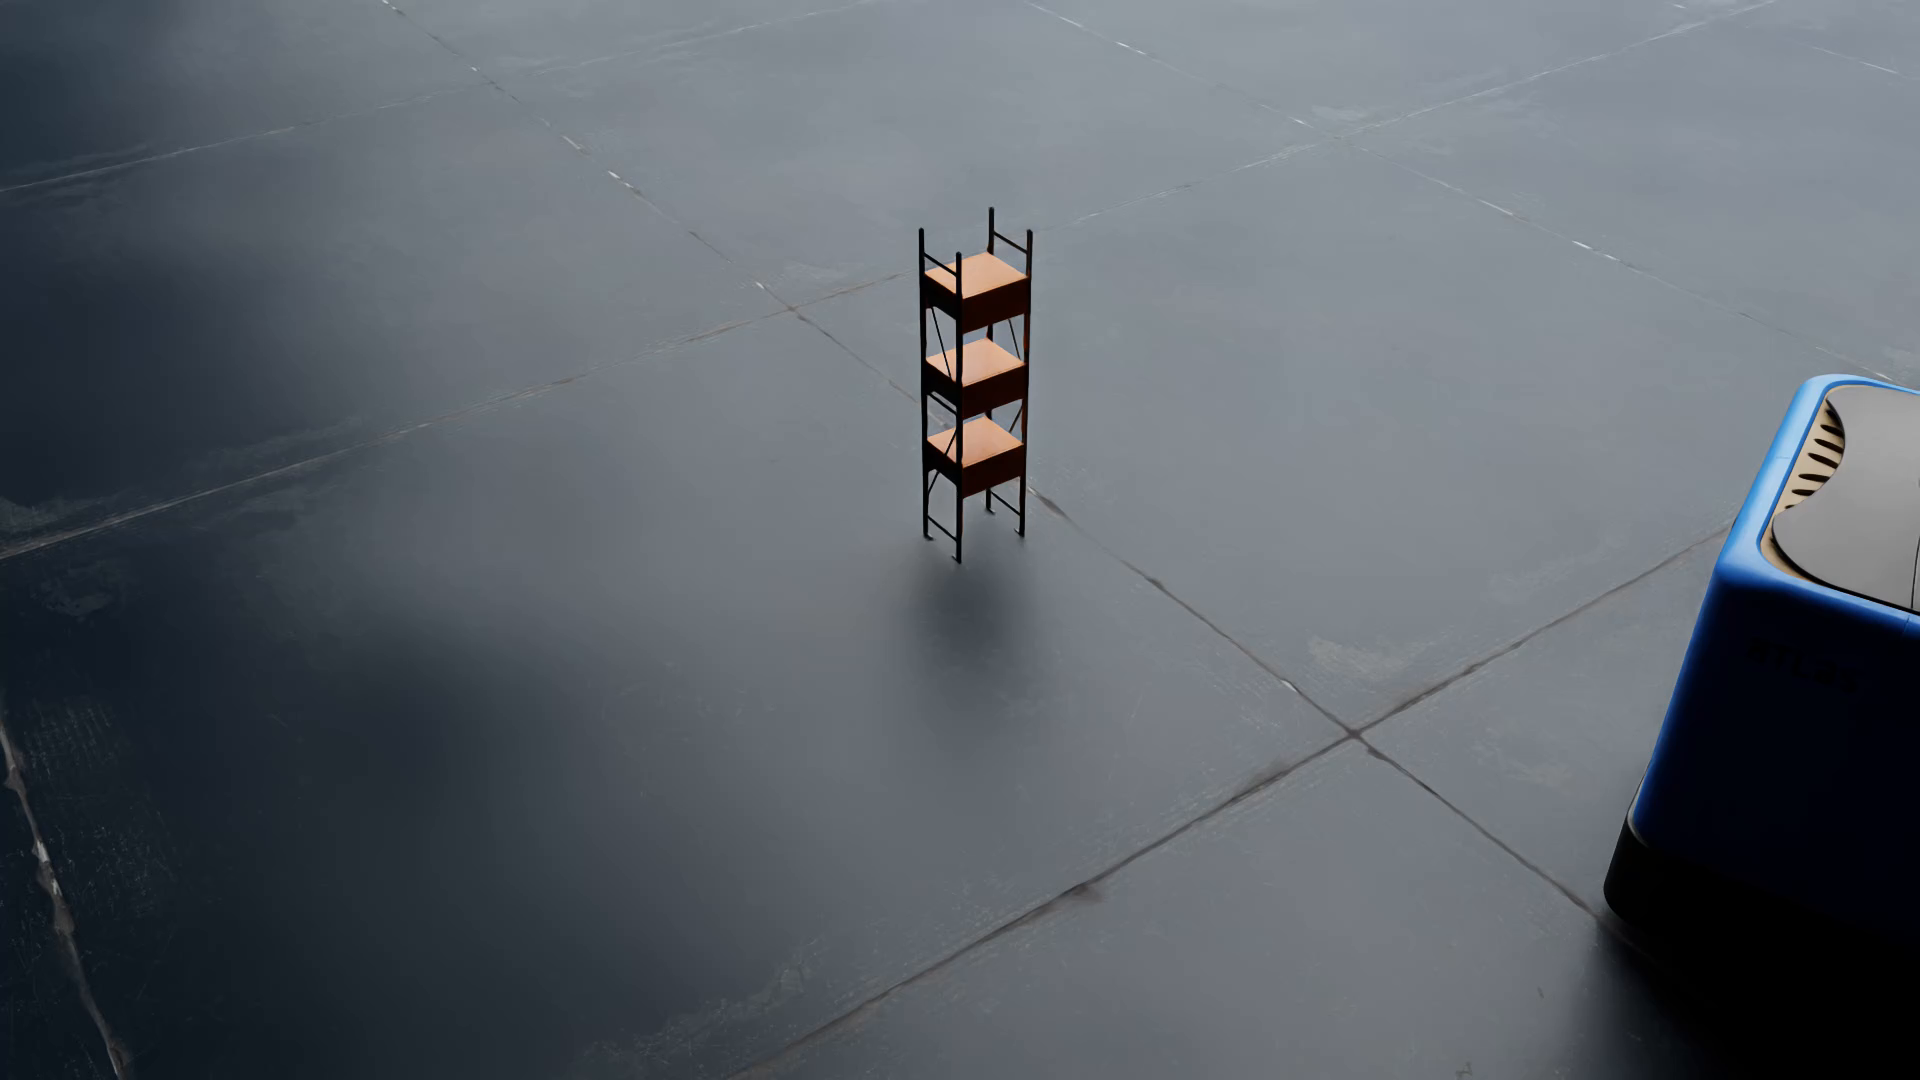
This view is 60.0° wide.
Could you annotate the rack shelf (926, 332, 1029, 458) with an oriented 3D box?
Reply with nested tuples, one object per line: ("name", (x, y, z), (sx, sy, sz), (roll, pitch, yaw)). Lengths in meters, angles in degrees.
("rack shelf", (0.044, -0.436, 4.975), (0.240, 0.259, 0.215), (-22, 41, -28))

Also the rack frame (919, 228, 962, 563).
("rack frame", (-0.056, -0.403, 4.911), (0.008, 1.050, 0.200), (-22, 41, -28))

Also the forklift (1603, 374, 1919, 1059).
("forklift", (3.044, -0.035, 2.789), (3.031, 2.935, 1.130), (21, 41, 26))

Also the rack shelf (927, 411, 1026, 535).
("rack shelf", (0.044, -0.210, 5.137), (0.240, 0.259, 0.215), (-22, 41, -28))

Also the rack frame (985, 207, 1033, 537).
("rack frame", (0.143, -0.485, 5.026), (0.008, 1.050, 0.200), (-22, 41, -28))

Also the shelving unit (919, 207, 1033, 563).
("shelving unit", (0.044, -0.444, 4.968), (0.252, 1.050, 0.215), (-22, 41, -28))

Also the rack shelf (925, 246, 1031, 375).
("rack shelf", (0.044, -0.666, 4.809), (0.240, 0.259, 0.215), (-22, 41, -28))
